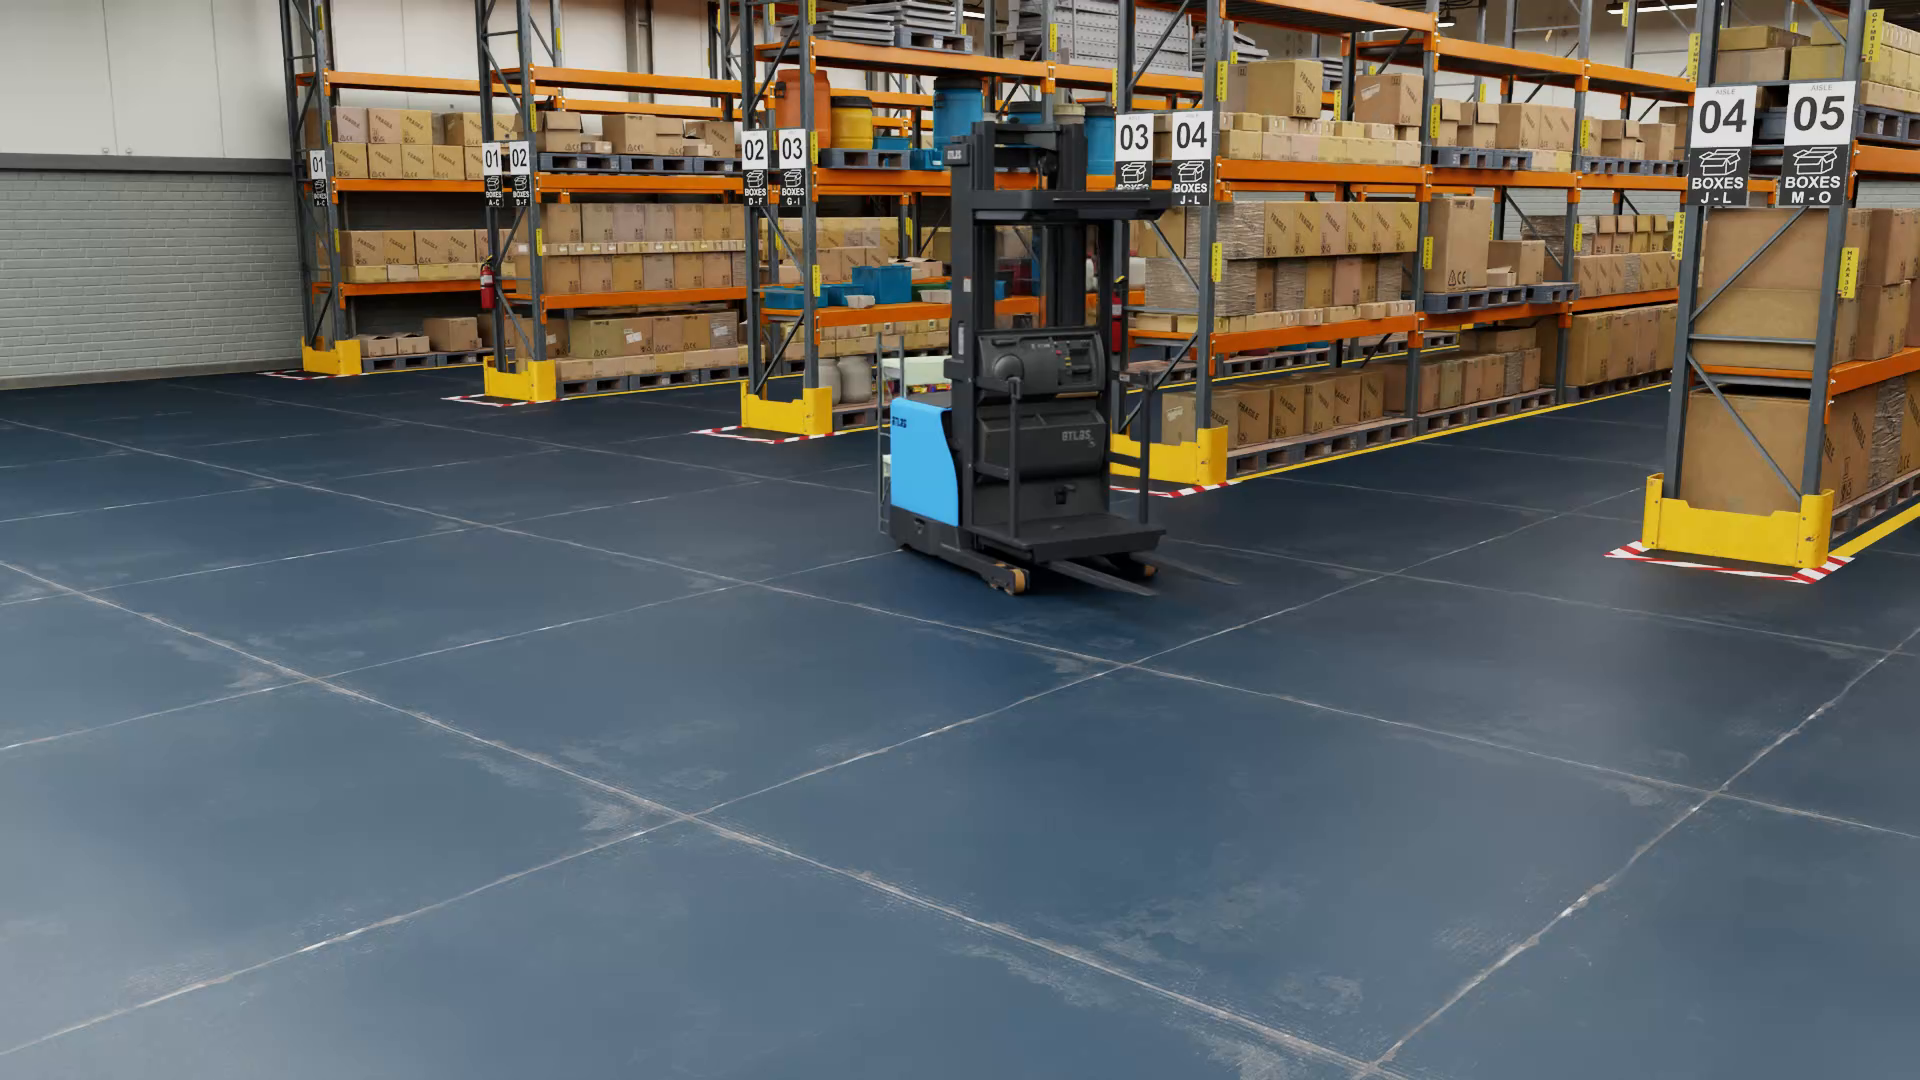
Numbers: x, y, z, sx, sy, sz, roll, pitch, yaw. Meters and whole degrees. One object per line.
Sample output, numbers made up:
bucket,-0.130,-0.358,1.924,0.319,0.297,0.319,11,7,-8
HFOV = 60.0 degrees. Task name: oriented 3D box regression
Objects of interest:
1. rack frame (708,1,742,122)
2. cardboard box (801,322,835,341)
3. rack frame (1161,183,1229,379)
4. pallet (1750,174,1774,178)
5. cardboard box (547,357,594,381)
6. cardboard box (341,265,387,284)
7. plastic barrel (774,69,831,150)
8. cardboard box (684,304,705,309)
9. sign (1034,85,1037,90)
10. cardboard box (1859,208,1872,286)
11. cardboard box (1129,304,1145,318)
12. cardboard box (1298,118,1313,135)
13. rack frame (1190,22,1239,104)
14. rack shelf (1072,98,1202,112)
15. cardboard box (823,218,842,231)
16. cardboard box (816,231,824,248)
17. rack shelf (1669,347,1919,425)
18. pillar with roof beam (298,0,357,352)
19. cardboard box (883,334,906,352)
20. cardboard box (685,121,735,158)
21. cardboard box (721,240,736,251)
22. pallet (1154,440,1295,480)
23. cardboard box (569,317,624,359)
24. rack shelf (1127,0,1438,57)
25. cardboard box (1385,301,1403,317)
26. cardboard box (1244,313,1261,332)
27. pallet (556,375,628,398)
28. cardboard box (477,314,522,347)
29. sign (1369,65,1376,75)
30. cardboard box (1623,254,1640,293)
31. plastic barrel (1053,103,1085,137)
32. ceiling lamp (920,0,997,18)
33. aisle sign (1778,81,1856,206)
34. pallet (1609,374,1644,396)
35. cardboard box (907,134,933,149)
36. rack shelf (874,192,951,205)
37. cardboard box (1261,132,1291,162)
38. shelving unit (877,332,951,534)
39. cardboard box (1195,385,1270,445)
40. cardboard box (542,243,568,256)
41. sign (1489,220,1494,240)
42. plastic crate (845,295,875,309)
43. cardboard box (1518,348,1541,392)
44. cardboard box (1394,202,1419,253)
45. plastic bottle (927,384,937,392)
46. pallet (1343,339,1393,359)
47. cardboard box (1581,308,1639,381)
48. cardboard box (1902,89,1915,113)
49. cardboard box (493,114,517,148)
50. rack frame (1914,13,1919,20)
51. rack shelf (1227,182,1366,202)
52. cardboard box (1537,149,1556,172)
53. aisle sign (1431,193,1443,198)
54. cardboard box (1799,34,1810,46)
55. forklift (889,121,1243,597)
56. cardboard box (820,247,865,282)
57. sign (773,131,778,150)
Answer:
rack frame,-4.087,-8.072,29.648,1.000,3.000,0.127,10,15,40
cardboard box,-2.210,-3.135,24.767,0.500,0.311,0.500,10,15,40
rack frame,3.355,-3.849,23.823,1.000,3.000,0.127,10,15,40
pallet,11.874,-5.702,25.671,1.003,0.211,1.213,10,15,40
cardboard box,-5.123,-2.221,21.618,0.500,0.250,0.500,10,15,40
cardboard box,-8.807,-3.920,24.510,0.500,0.250,0.500,9,15,39
plastic barrel,-1.701,-4.647,17.993,0.600,0.830,0.708,10,15,40
cardboard box,-4.950,-3.946,29.569,0.700,0.500,0.500,10,15,40
sign,1.592,-9.673,35.080,0.100,0.325,0.005,10,15,40
cardboard box,6.021,-2.121,12.031,0.875,0.550,0.550,10,15,40
cardboard box,3.513,-4.347,31.567,0.797,0.503,0.637,10,15,40
cardboard box,3.034,-3.822,15.395,0.380,0.149,0.250,9,14,38
rack frame,4.917,-8.609,32.338,1.000,3.000,0.127,10,15,40
rack shelf,3.597,-7.960,30.935,1.077,0.370,4.000,10,15,40
cardboard box,-2.580,-5.965,31.437,0.500,0.250,0.500,9,15,39
cardboard box,-2.893,-5.522,31.132,0.500,0.500,0.500,10,15,40
rack shelf,6.774,-1.317,12.982,1.077,0.370,4.000,10,15,40
pillar with roof beam,-6.322,-6.553,22.044,9.100,9.000,0.400,10,15,40
cardboard box,-1.199,-3.089,25.964,0.500,0.250,0.500,10,15,42
cardboard box,-3.534,-5.656,23.527,0.500,0.500,0.500,-11,15,-43
cardboard box,-3.358,-4.126,23.298,0.380,0.149,0.250,9,15,39
pallet,2.408,-0.790,15.628,1.003,0.211,1.213,10,15,40
cardboard box,-4.795,-2.662,21.914,0.500,0.500,0.500,10,15,40
rack shelf,3.115,-4.913,15.680,1.077,0.370,4.000,10,15,40
cardboard box,4.342,-2.392,17.168,0.380,0.149,0.250,10,15,40
cardboard box,2.518,-1.989,15.150,0.380,0.149,0.250,10,15,40
pallet,-5.171,-2.063,22.003,1.003,0.211,1.213,10,15,40
cardboard box,-7.382,-3.373,26.701,0.500,0.500,0.500,8,14,36
sign,6.407,-7.205,25.845,0.100,0.325,0.005,10,15,40
cardboard box,8.606,-3.519,21.917,0.500,0.500,0.500,10,15,41
plastic barrel,1.319,-5.176,21.530,0.600,0.901,0.600,0,11,0
ceiling lamp,0.110,-11.037,29.592,0.800,3.185,2.000,10,15,40
aisle sign,5.632,-2.601,10.938,0.394,0.787,0.004,10,15,40
pallet,8.458,-2.126,22.316,1.003,0.211,1.213,10,15,40
cardboard box,-0.765,-7.807,33.123,0.500,0.500,0.500,10,15,40
rack shelf,-0.126,-7.131,34.432,1.077,0.370,4.000,10,15,40
cardboard box,2.643,-3.543,15.016,0.500,0.250,0.500,9,15,39
shelving unit,-0.185,-0.795,12.362,0.755,1.500,0.431,-6,13,-28
cardboard box,2.588,-1.194,15.839,0.500,0.500,0.500,-7,13,-33
cardboard box,-5.224,-3.710,21.215,0.380,0.149,0.250,10,15,40
sign,6.656,-3.848,20.860,0.100,0.325,0.005,10,15,40
plastic crate,-1.094,-2.633,18.407,0.298,0.136,0.250,10,15,40
cardboard box,6.648,-2.097,20.312,0.700,0.500,0.500,9,14,37
cardboard box,4.345,-3.203,17.024,0.500,0.500,0.500,10,15,40
plastic bottle,-0.332,-1.813,19.442,0.061,0.283,0.133,10,15,41
pallet,6.452,-3.183,27.609,1.003,0.211,1.213,10,15,40
cardboard box,8.141,-2.601,21.930,1.225,0.875,0.875,10,15,41
cardboard box,6.587,-3.136,11.908,0.380,0.149,0.250,10,15,41
cardboard box,-7.210,-6.370,25.929,0.500,0.500,0.500,11,16,43
rack frame,8.094,-4.906,13.798,1.000,3.000,0.127,10,15,40
rack shelf,4.675,-5.261,25.073,1.077,0.370,4.000,10,15,40
cardboard box,6.628,-4.429,19.454,0.500,0.250,0.500,10,15,40
aisle sign,8.460,-6.350,29.707,0.394,0.787,0.004,10,15,40
cardboard box,5.926,-3.575,12.072,0.380,0.149,0.250,10,15,41
forklift,0.643,-1.192,10.698,1.130,2.935,3.031,-6,13,-28
cardboard box,-1.806,-4.212,25.388,0.500,0.500,0.500,10,15,40
sign,-2.586,-5.593,23.375,0.100,0.325,0.005,10,15,40
